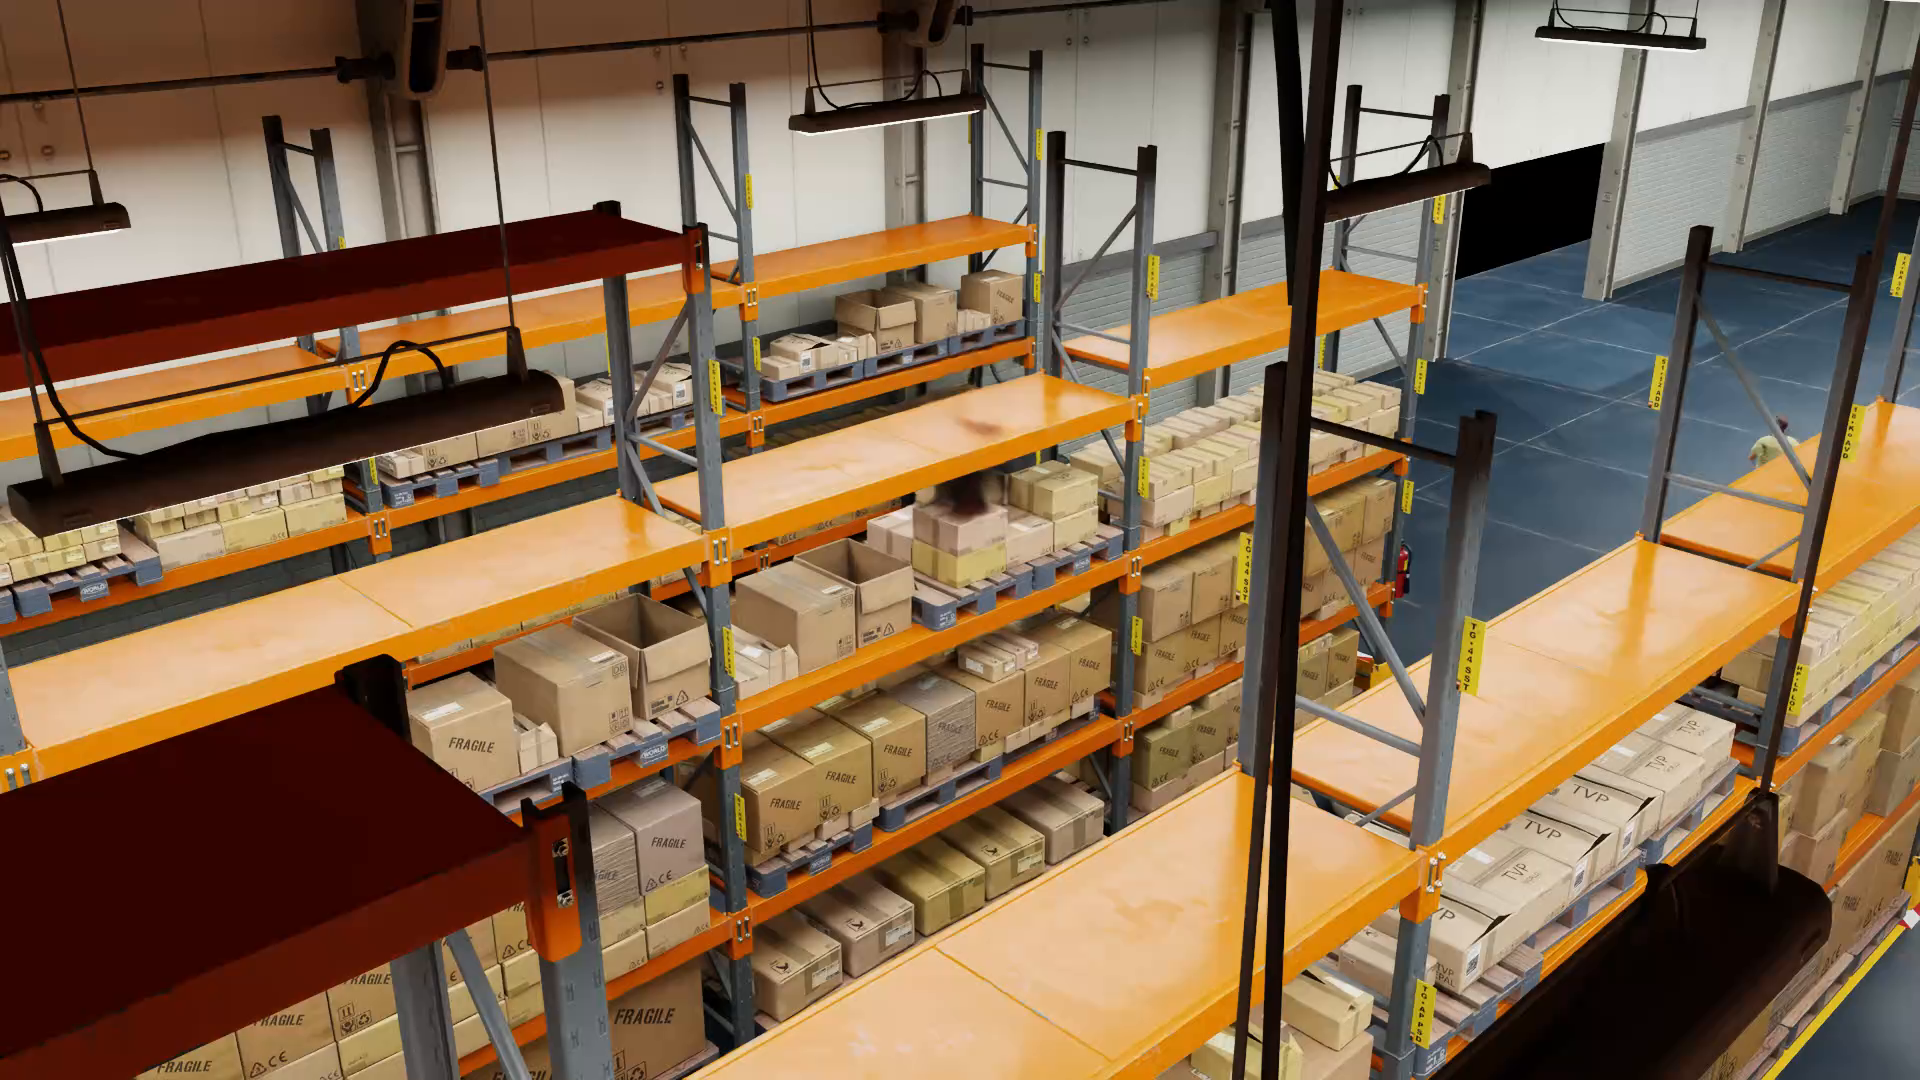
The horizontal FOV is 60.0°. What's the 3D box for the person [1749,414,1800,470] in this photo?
[{"bbox_3d":[9.952,-0.783,20.456,0.548,1.611,0.698,-2,23,-6],"label":"person"}]
